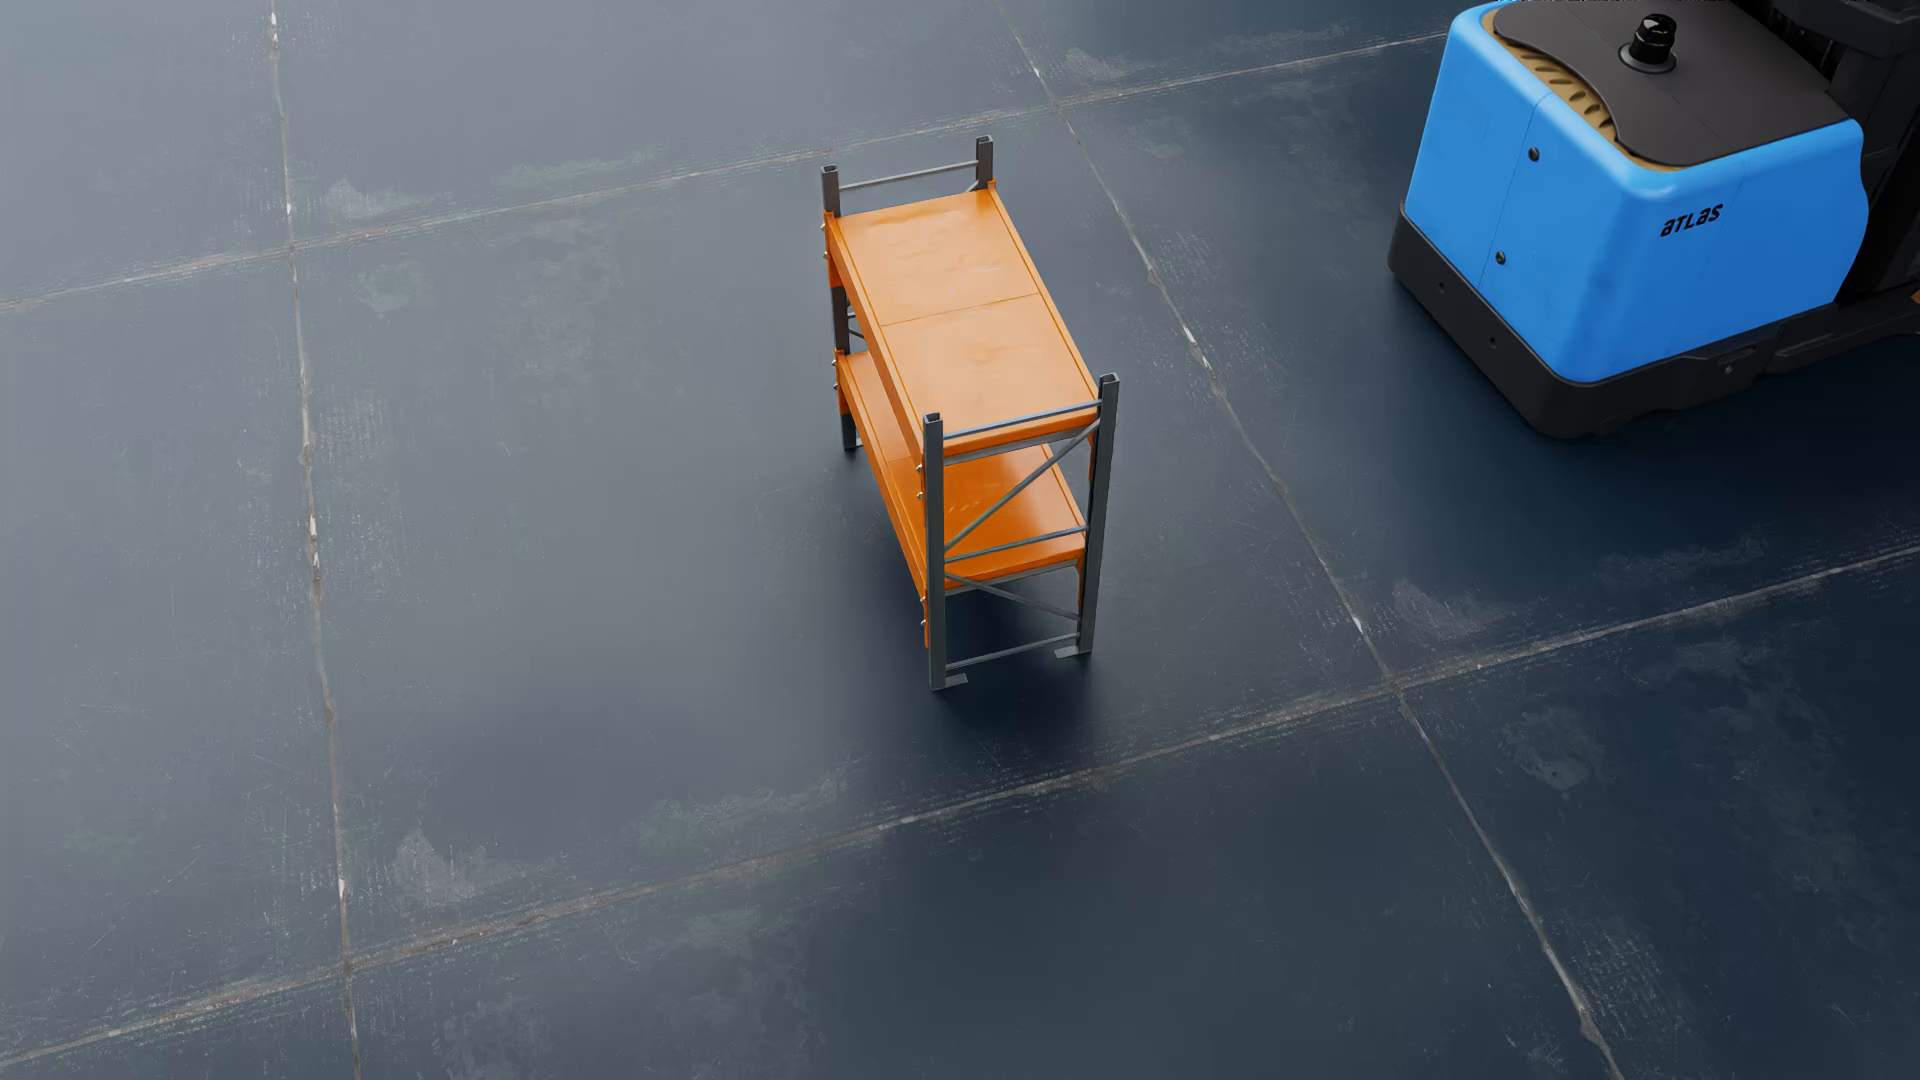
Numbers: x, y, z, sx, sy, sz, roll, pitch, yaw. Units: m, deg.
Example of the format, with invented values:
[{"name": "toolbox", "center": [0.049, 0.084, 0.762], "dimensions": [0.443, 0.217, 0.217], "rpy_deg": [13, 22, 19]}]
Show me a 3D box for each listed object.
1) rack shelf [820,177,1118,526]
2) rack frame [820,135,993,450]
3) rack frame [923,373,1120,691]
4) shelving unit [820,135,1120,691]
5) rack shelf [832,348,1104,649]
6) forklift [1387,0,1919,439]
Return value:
[{"name": "rack shelf", "center": [0.002, -0.546, 4.592], "dimensions": [0.538, 0.278, 1.000], "rpy_deg": [-13, 51, -11]}, {"name": "rack frame", "center": [-0.148, -0.729, 5.129], "dimensions": [0.500, 1.125, 0.032], "rpy_deg": [-13, 51, -11]}, {"name": "rack frame", "center": [0.152, 0.014, 4.503], "dimensions": [0.500, 1.125, 0.032], "rpy_deg": [-13, 51, -11]}, {"name": "shelving unit", "center": [0.002, -0.358, 4.816], "dimensions": [0.538, 1.125, 1.048], "rpy_deg": [-13, 51, -11]}, {"name": "rack shelf", "center": [0.002, -0.200, 5.003], "dimensions": [0.538, 0.278, 1.000], "rpy_deg": [-13, 51, -11]}, {"name": "forklift", "center": [3.106, -2.028, 5.043], "dimensions": [3.031, 2.935, 1.130], "rpy_deg": [-18, 52, -15]}]
